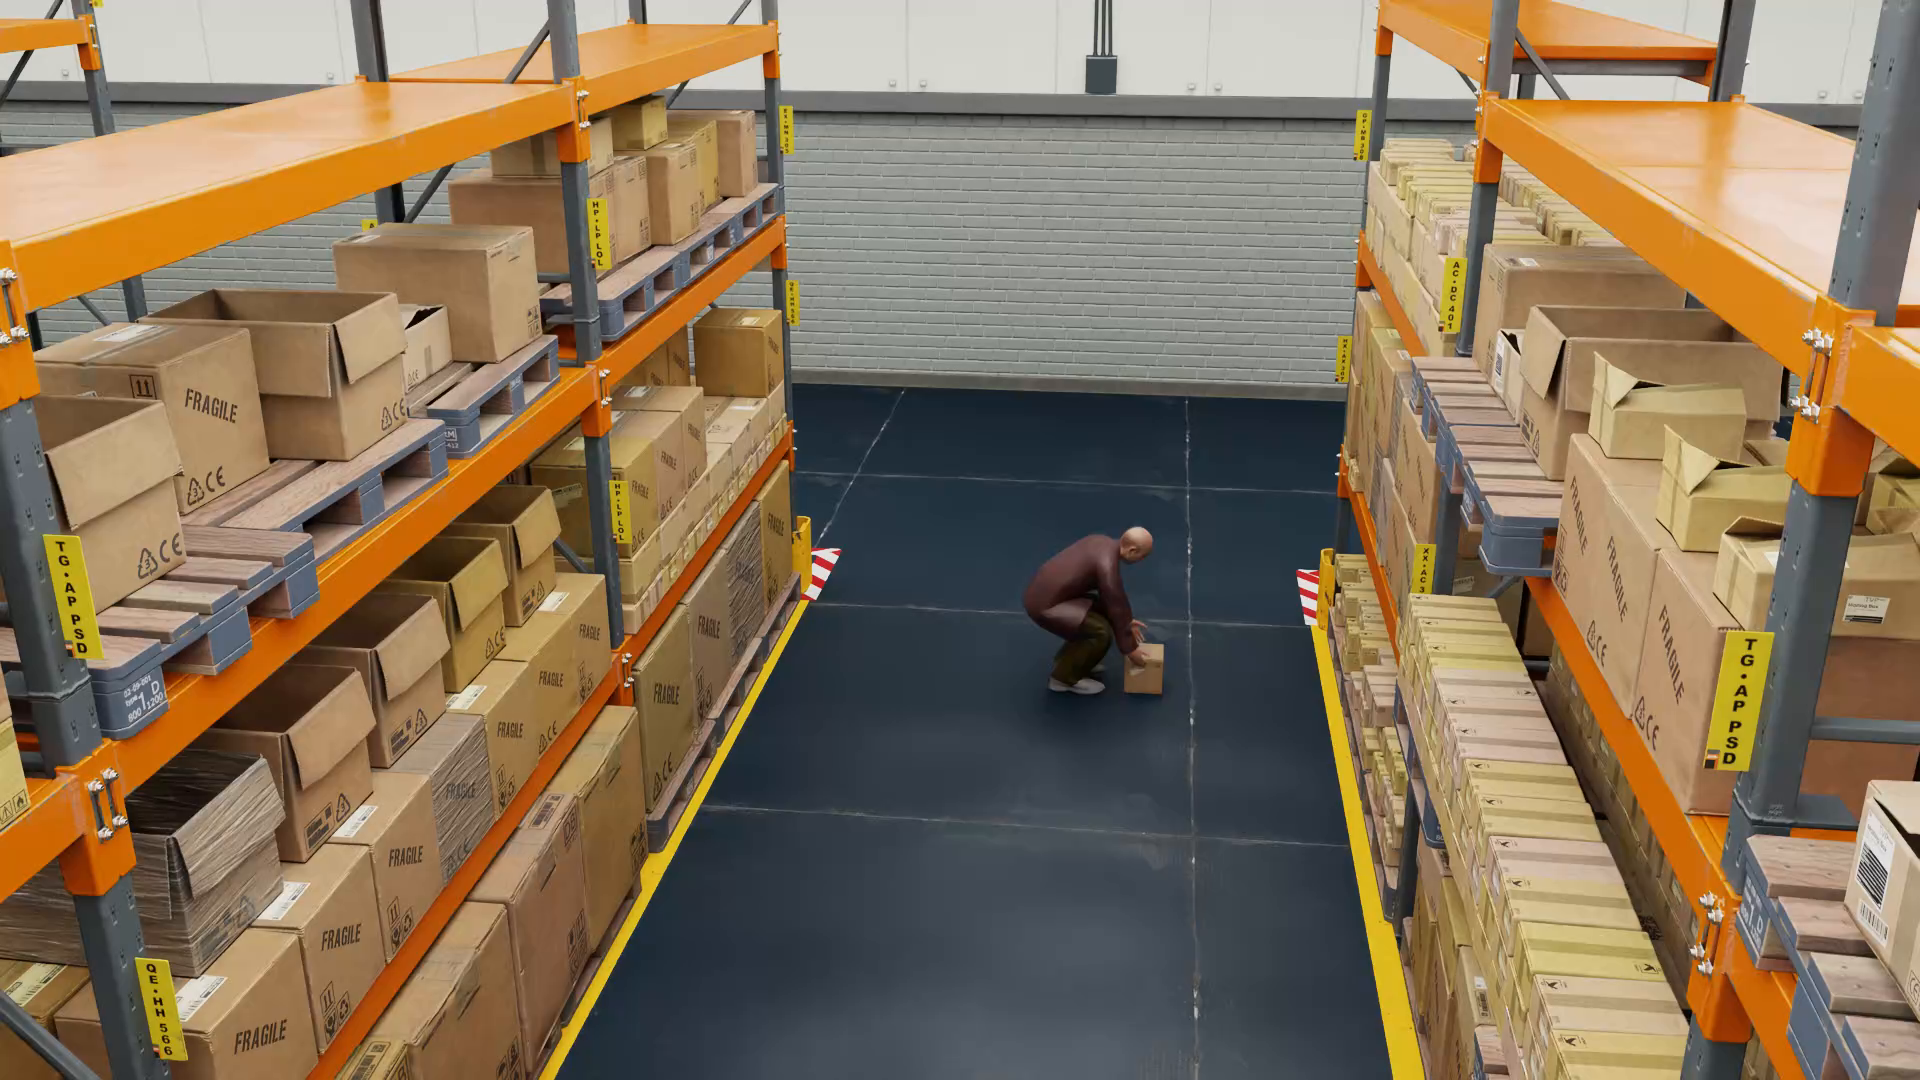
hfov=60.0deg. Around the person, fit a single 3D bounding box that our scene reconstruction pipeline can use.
[{"bbox_3d":[0.837,0.441,10.926,0.860,1.081,0.615,2,21,6],"label":"person"}]
